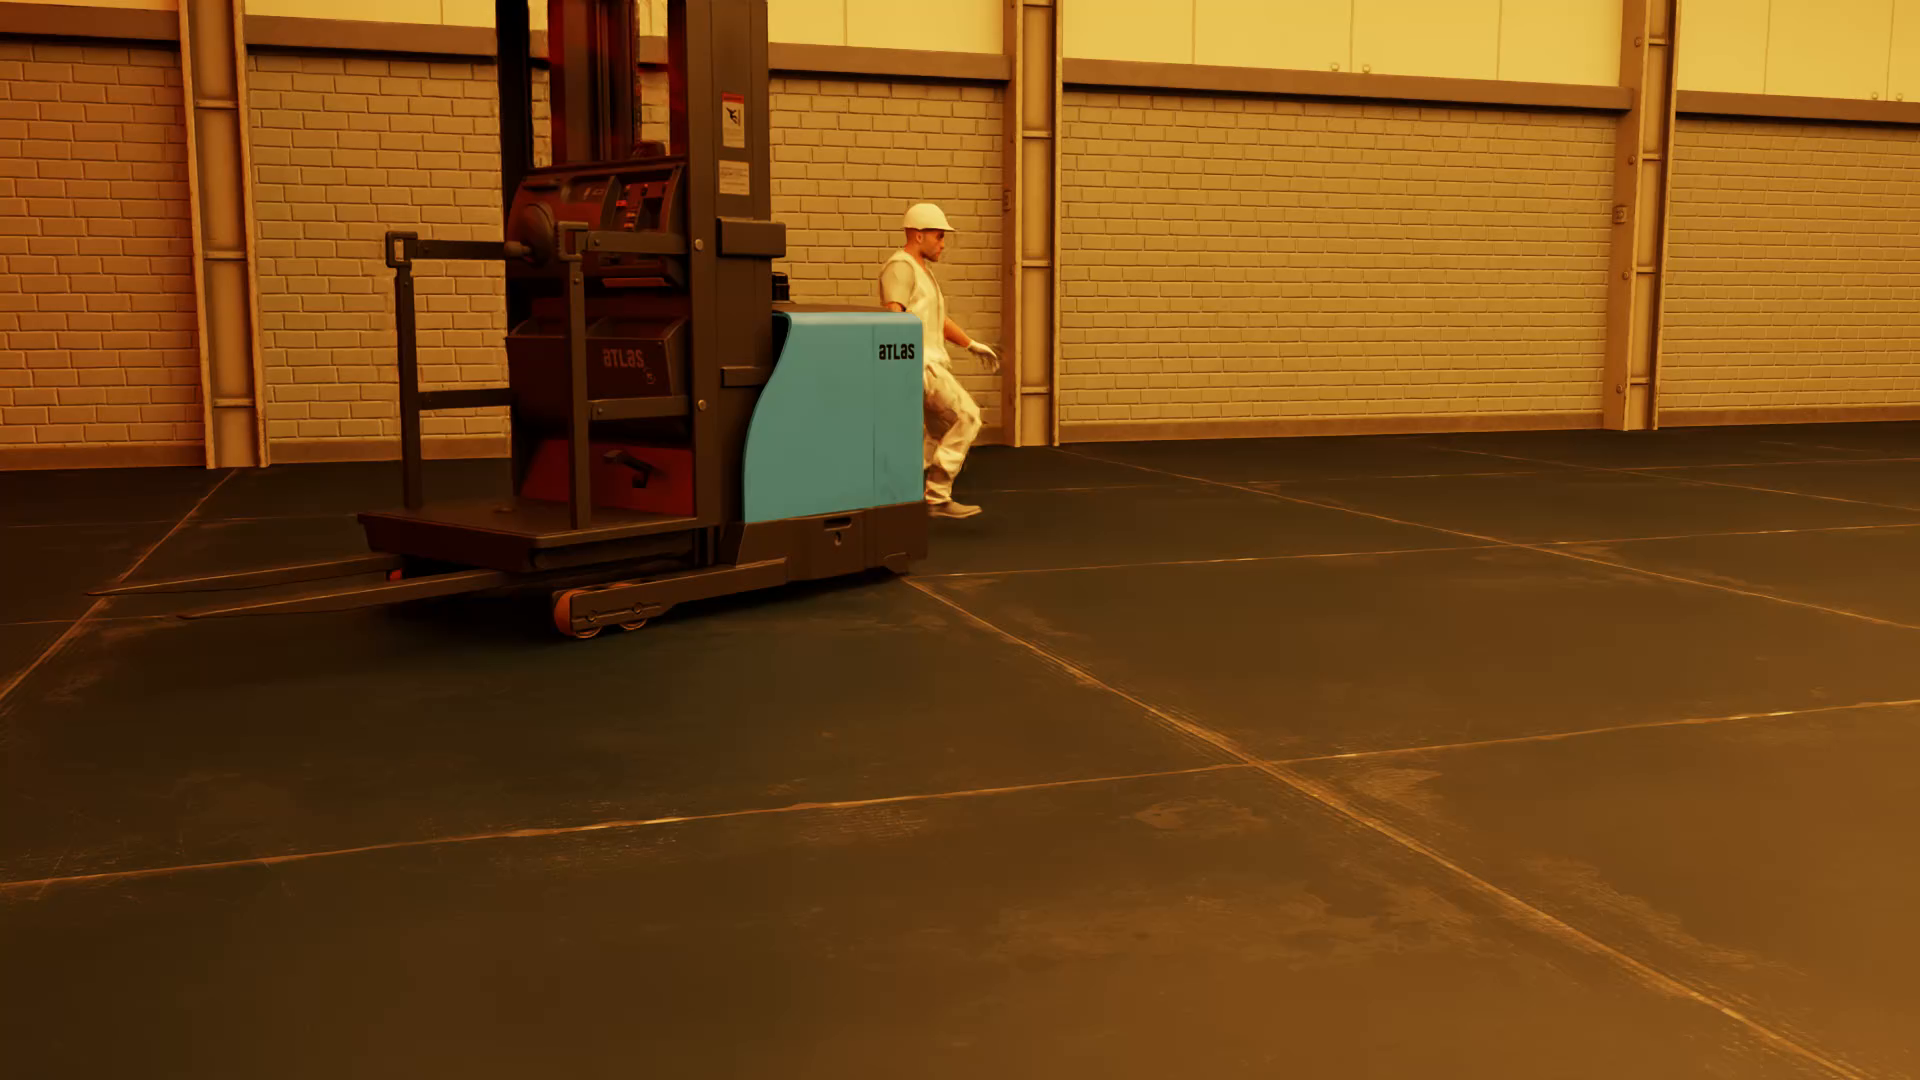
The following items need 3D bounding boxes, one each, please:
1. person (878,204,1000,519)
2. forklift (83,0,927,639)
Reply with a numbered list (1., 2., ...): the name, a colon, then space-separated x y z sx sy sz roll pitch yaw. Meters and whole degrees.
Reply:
1. person: -0.160 -0.910 8.538 0.727 1.606 0.996 2 8 13
2. forklift: -1.464 -1.200 5.868 1.130 2.935 3.031 6 10 39
